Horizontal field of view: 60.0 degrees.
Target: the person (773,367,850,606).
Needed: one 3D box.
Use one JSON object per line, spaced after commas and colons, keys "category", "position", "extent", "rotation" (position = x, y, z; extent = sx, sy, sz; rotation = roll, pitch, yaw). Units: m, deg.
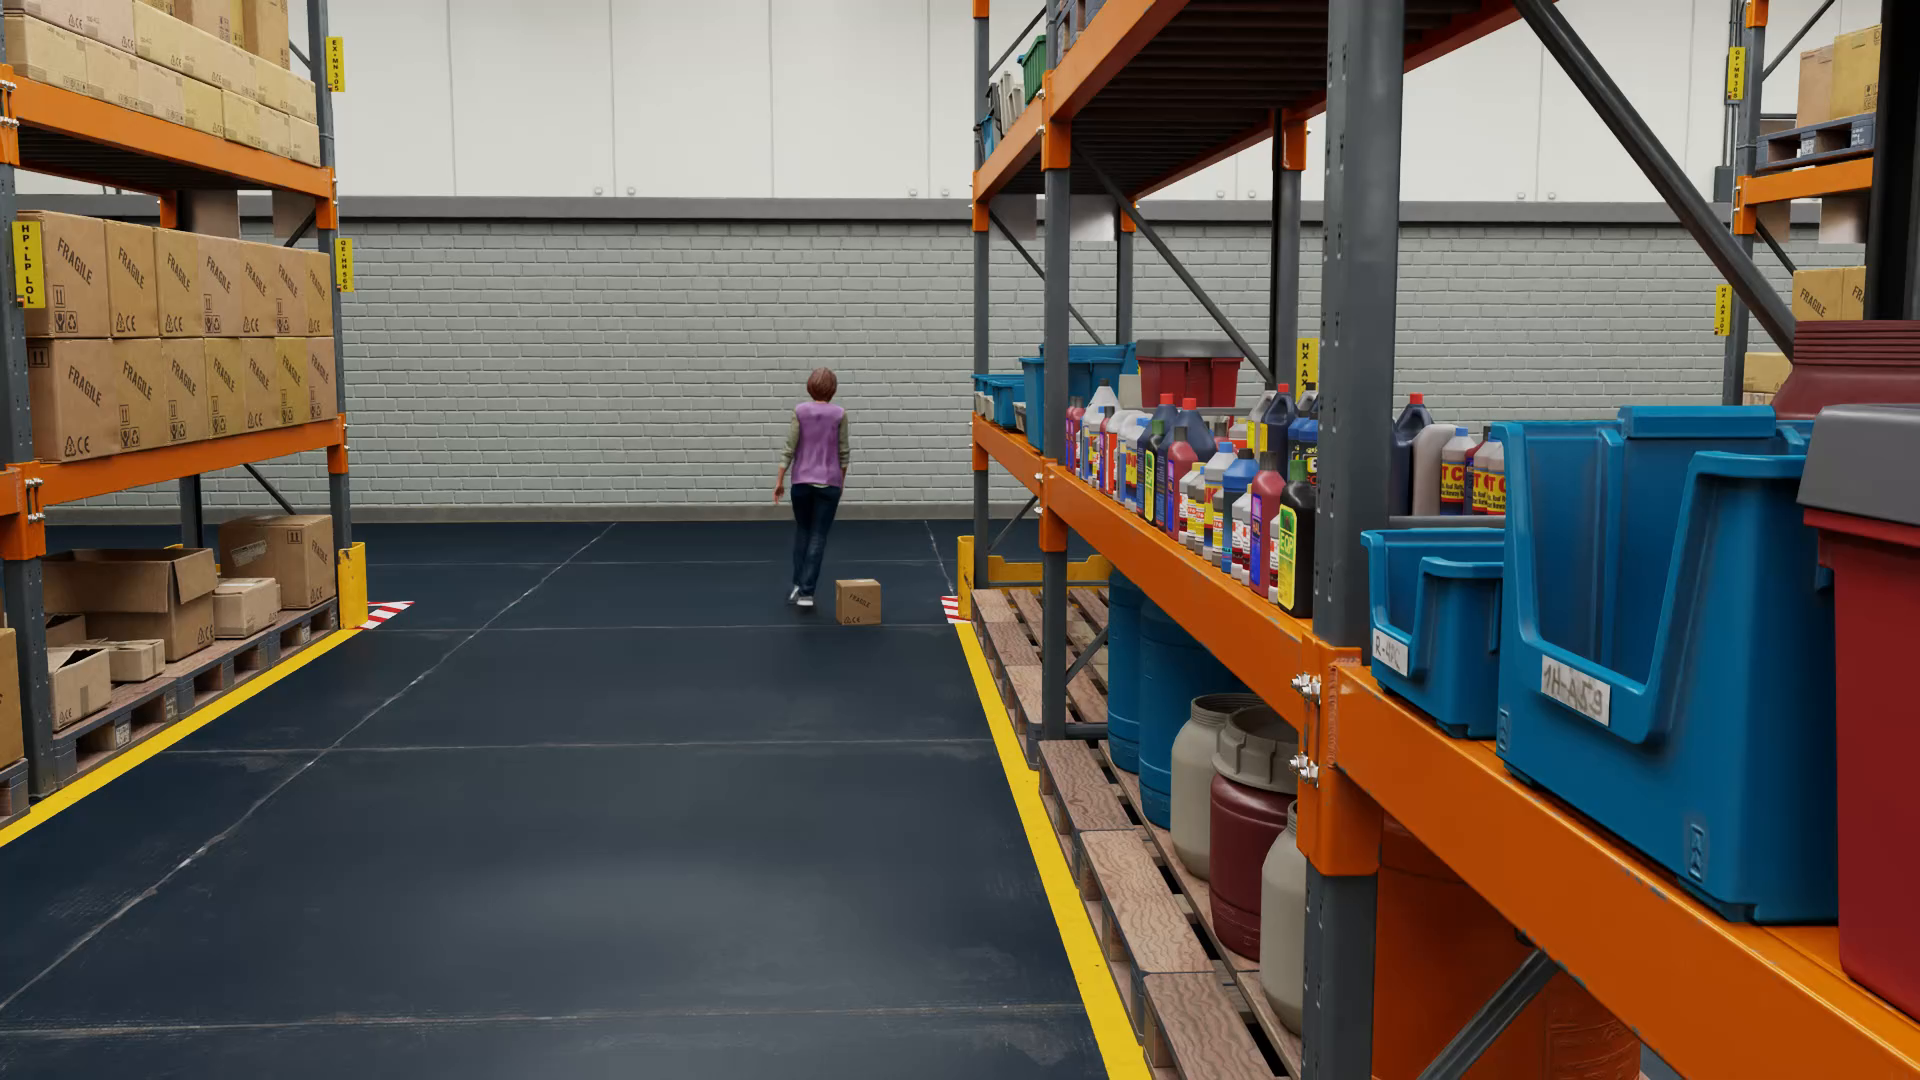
{"category": "person", "position": [-0.966, -0.337, 11.056], "extent": [0.486, 1.615, 0.633], "rotation": [1, 7, 6]}
